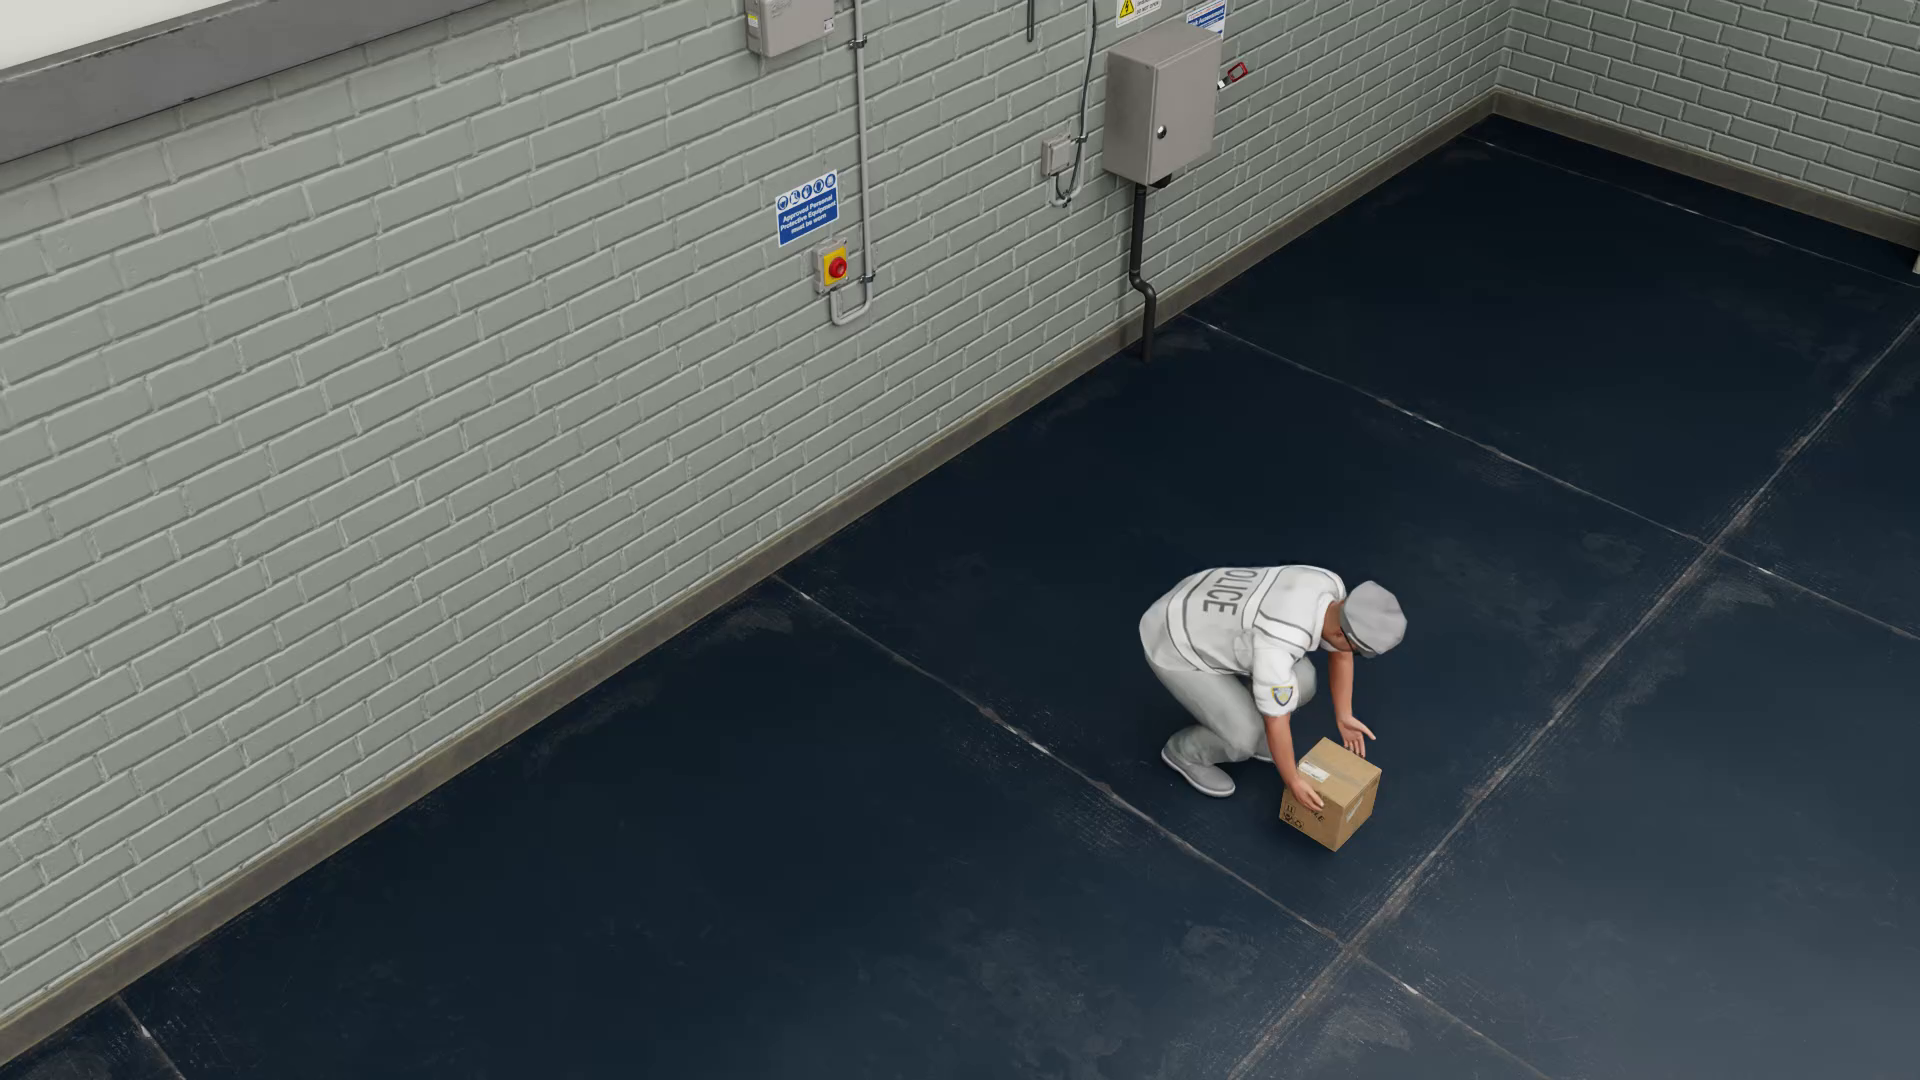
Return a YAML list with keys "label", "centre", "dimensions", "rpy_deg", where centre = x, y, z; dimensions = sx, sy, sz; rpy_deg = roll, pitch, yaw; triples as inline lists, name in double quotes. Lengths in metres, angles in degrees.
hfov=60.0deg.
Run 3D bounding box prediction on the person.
- label: "person"
  centre: [1.126, 0.472, 6.128]
  dimensions: [0.938, 1.052, 0.571]
  rpy_deg: [30, 48, 32]
